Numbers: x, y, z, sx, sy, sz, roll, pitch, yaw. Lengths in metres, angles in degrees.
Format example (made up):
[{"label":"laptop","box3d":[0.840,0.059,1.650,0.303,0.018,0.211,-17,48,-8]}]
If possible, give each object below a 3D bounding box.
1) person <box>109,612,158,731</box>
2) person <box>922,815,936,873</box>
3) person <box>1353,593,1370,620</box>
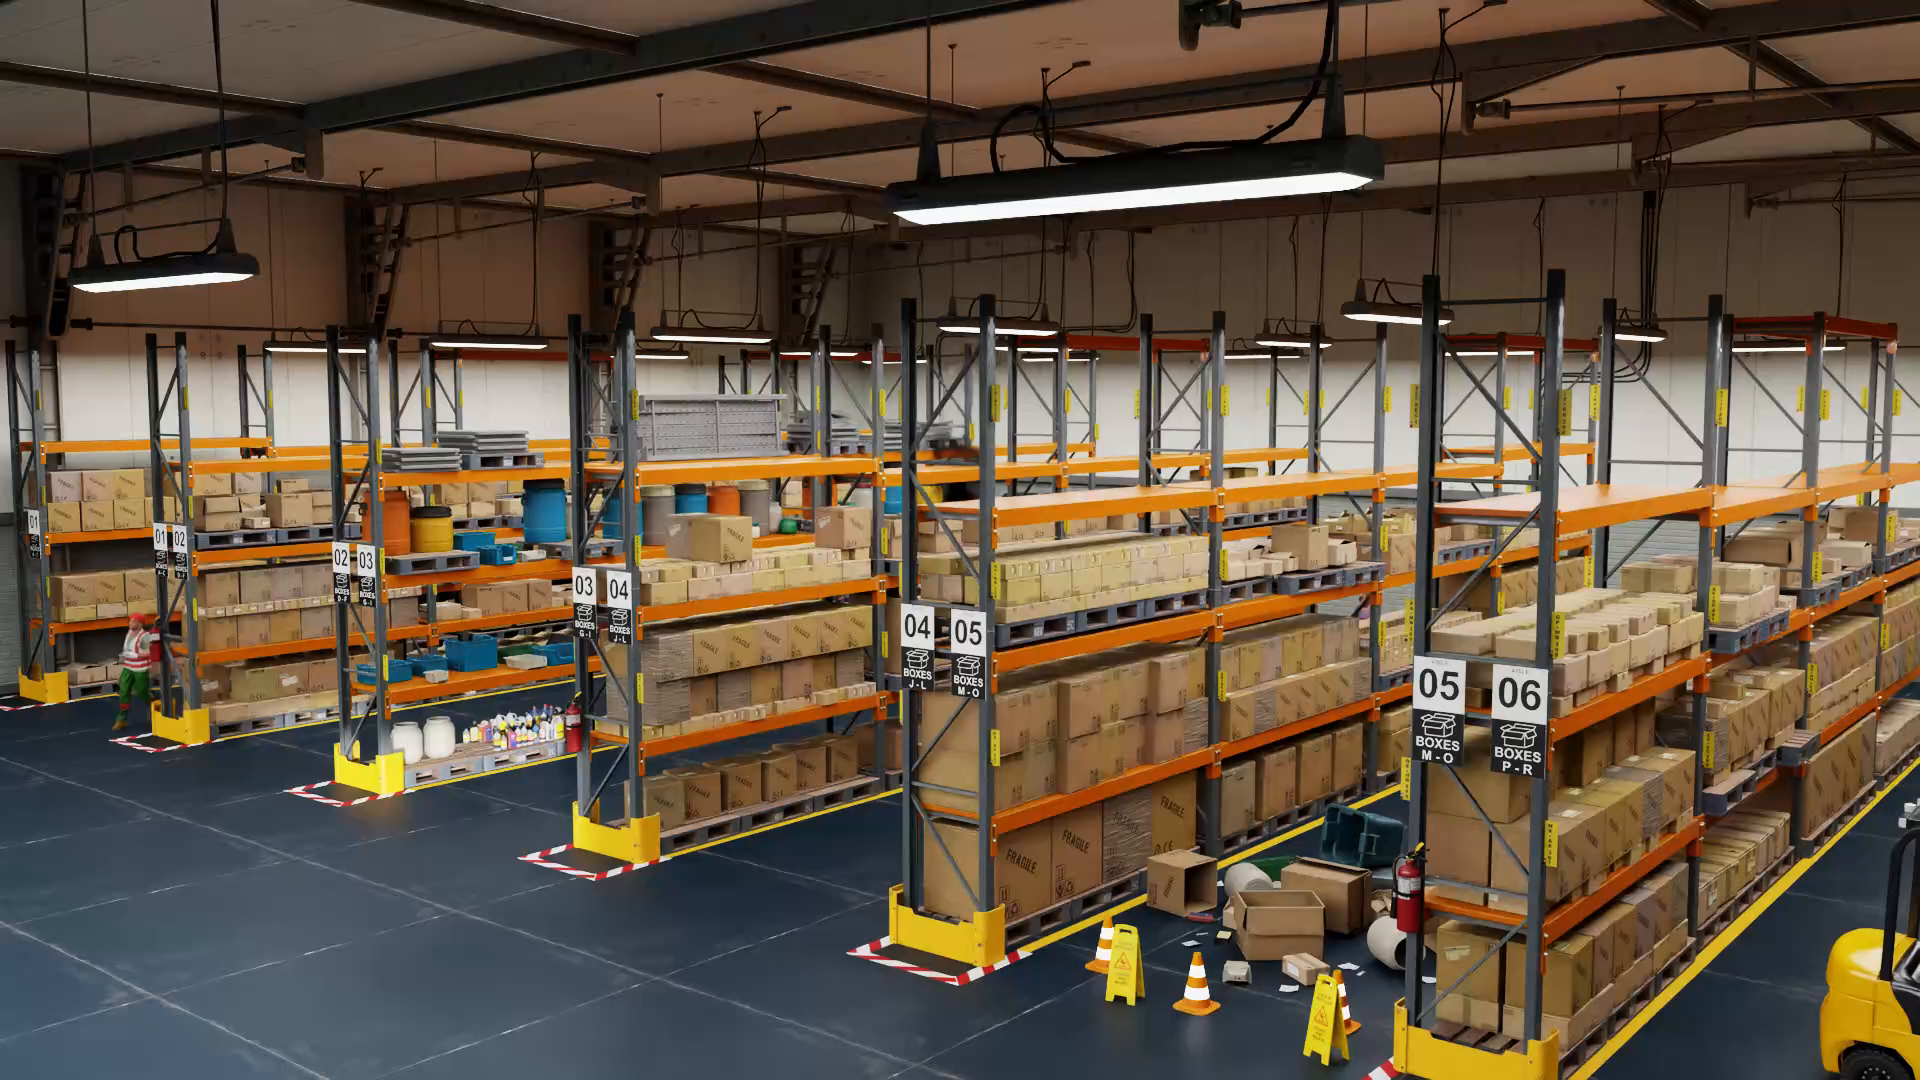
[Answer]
[{"label":"person","box3d":[-12.569,2.000,25.528,0.682,1.811,0.908,2,6,21]},{"label":"person","box3d":[-0.128,2.706,18.019,0.678,1.692,0.917,4,6,36]},{"label":"person","box3d":[7.193,1.731,29.468,0.537,1.638,0.694,2,5,18]}]
